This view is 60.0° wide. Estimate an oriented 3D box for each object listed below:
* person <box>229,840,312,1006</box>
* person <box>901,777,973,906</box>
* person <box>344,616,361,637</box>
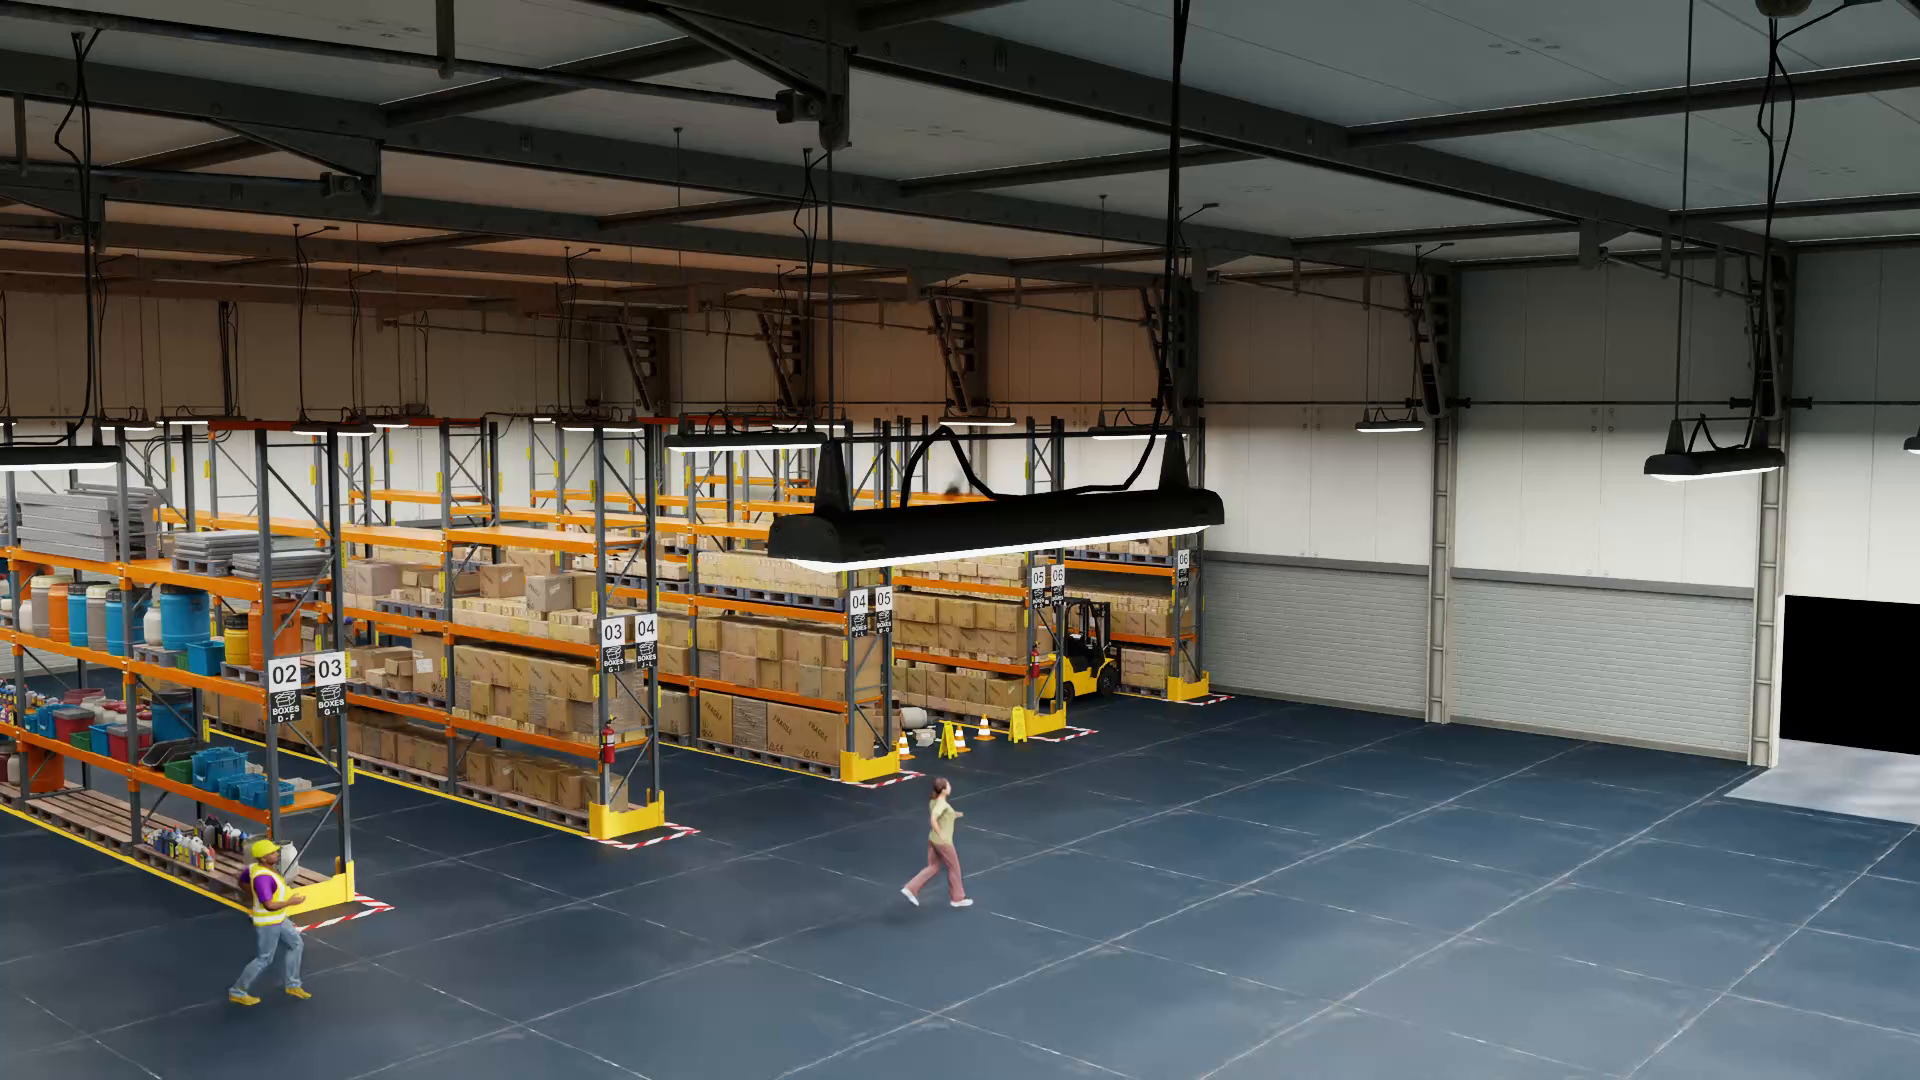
[{"bbox_3d":[-7.252,4.017,17.439,0.804,1.798,0.702,-2,5,-20],"label":"person"},{"bbox_3d":[-0.273,3.758,20.619,0.951,1.653,0.575,-2,5,-24],"label":"person"},{"bbox_3d":[-14.363,2.285,39.377,0.579,1.614,0.546,2,5,24],"label":"person"}]
